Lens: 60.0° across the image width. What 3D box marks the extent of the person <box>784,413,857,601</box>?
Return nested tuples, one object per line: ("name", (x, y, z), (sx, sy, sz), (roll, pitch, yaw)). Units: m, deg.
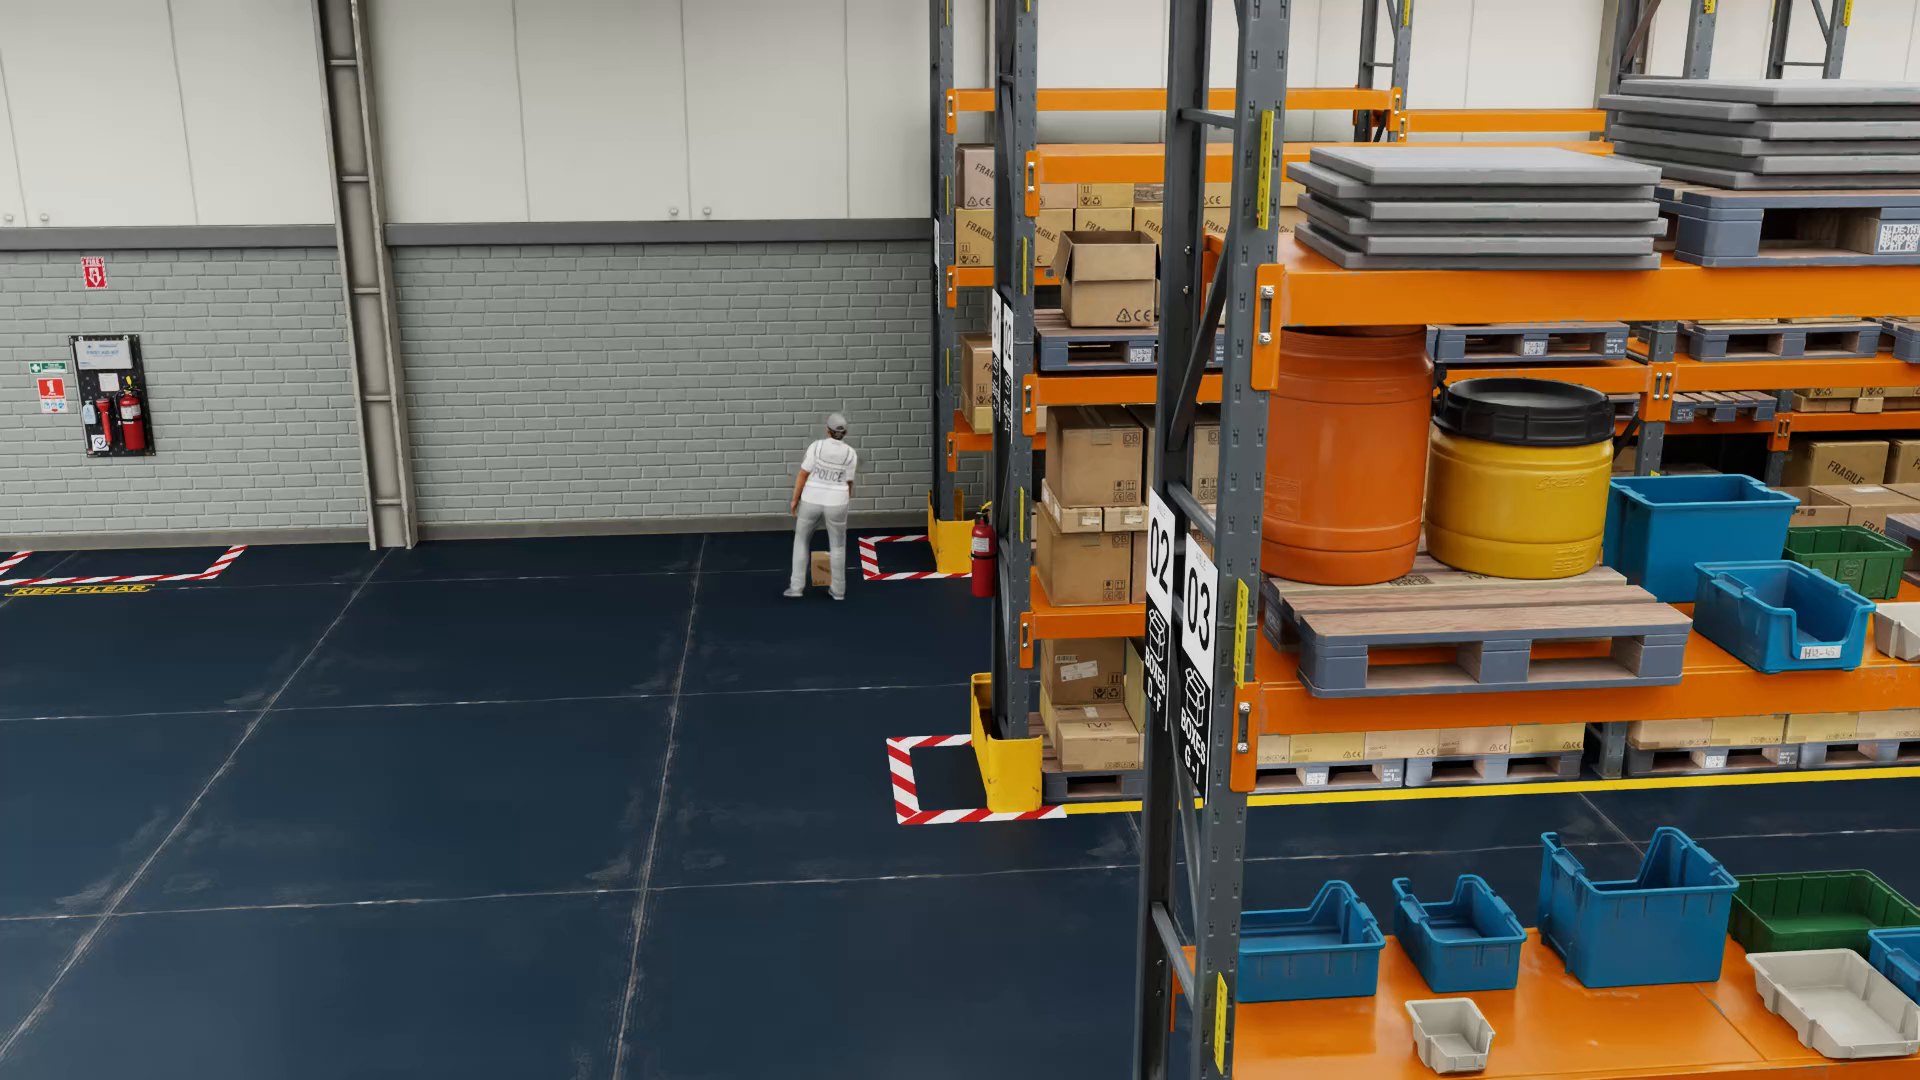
("person", (-1.221, -0.282, 14.450), (0.662, 1.668, 0.382), (-1, 17, -4))
